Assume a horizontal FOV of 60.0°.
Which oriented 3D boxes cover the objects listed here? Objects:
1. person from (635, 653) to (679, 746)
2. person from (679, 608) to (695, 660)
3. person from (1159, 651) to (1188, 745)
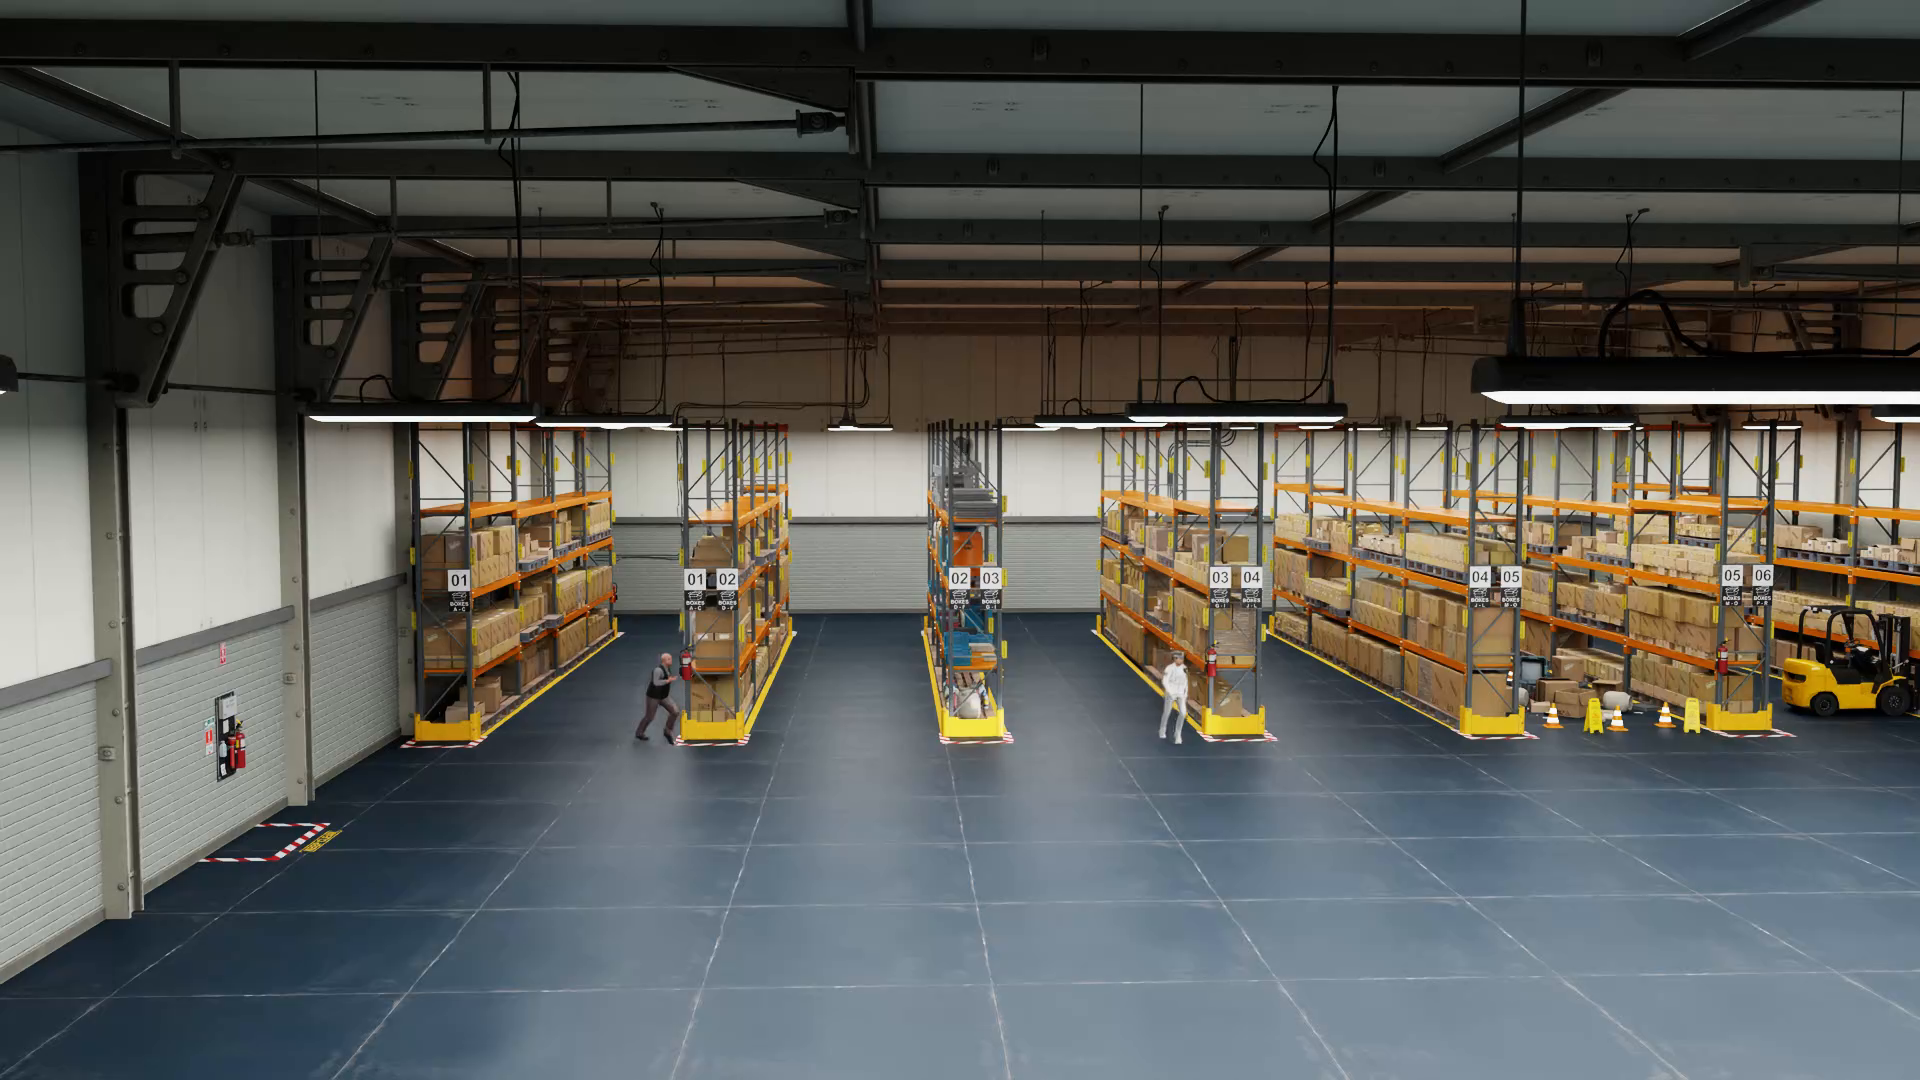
[{"bbox_3d":[-5.561,2.926,30.525,0.929,1.719,0.647,2,4,23],"label":"person"},{"bbox_3d":[-6.453,2.252,40.032,0.650,1.835,0.893,0,4,-5],"label":"person"},{"bbox_3d":[4.010,2.908,30.821,0.581,1.714,0.650,-1,4,-15],"label":"person"}]
